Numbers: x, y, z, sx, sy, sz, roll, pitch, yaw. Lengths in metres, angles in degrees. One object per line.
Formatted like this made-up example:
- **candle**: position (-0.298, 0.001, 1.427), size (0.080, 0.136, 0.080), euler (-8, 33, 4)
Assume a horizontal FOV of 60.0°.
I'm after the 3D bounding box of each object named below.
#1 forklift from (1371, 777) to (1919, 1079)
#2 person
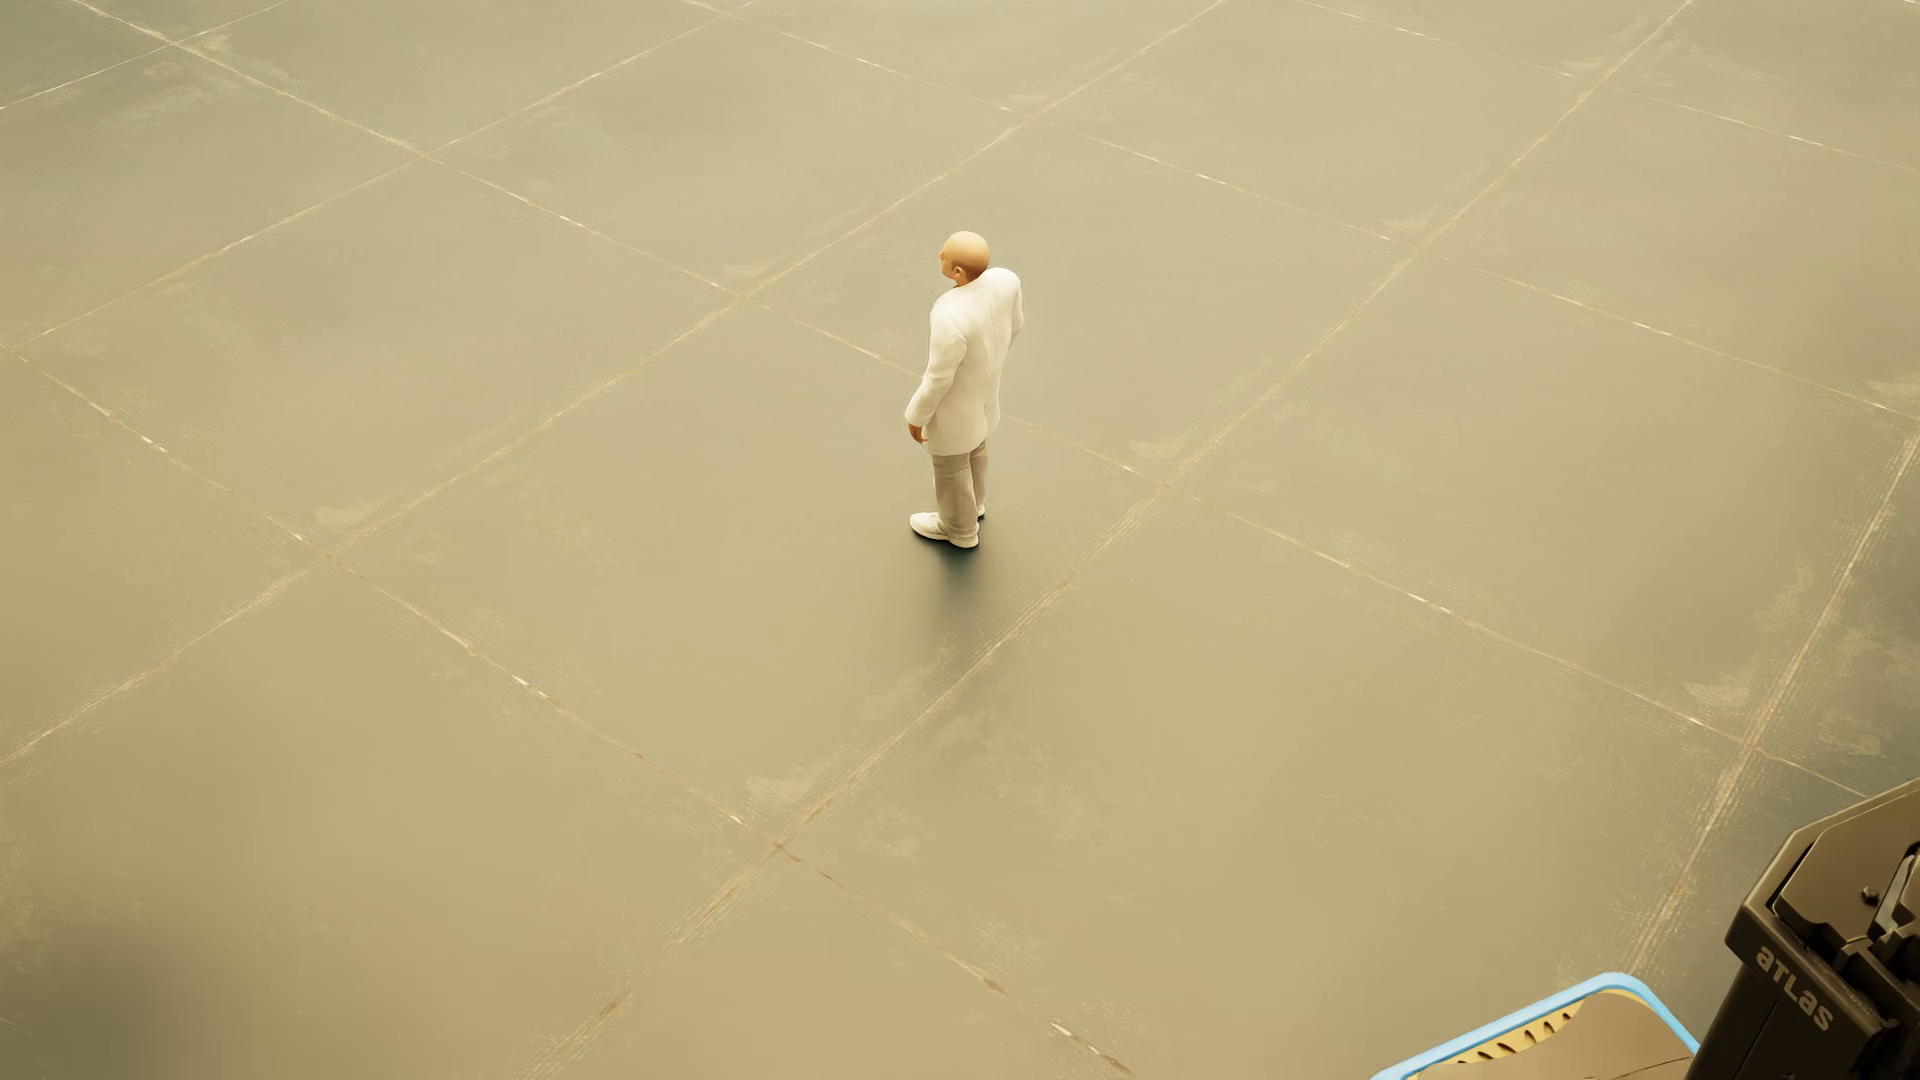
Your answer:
- **forklift**: position (2.230, 2.018, 3.707), size (1.130, 2.935, 3.031), euler (-16, 43, -18)
- **person**: position (-0.069, -0.720, 7.797), size (0.581, 1.775, 0.696), euler (26, 47, 28)
